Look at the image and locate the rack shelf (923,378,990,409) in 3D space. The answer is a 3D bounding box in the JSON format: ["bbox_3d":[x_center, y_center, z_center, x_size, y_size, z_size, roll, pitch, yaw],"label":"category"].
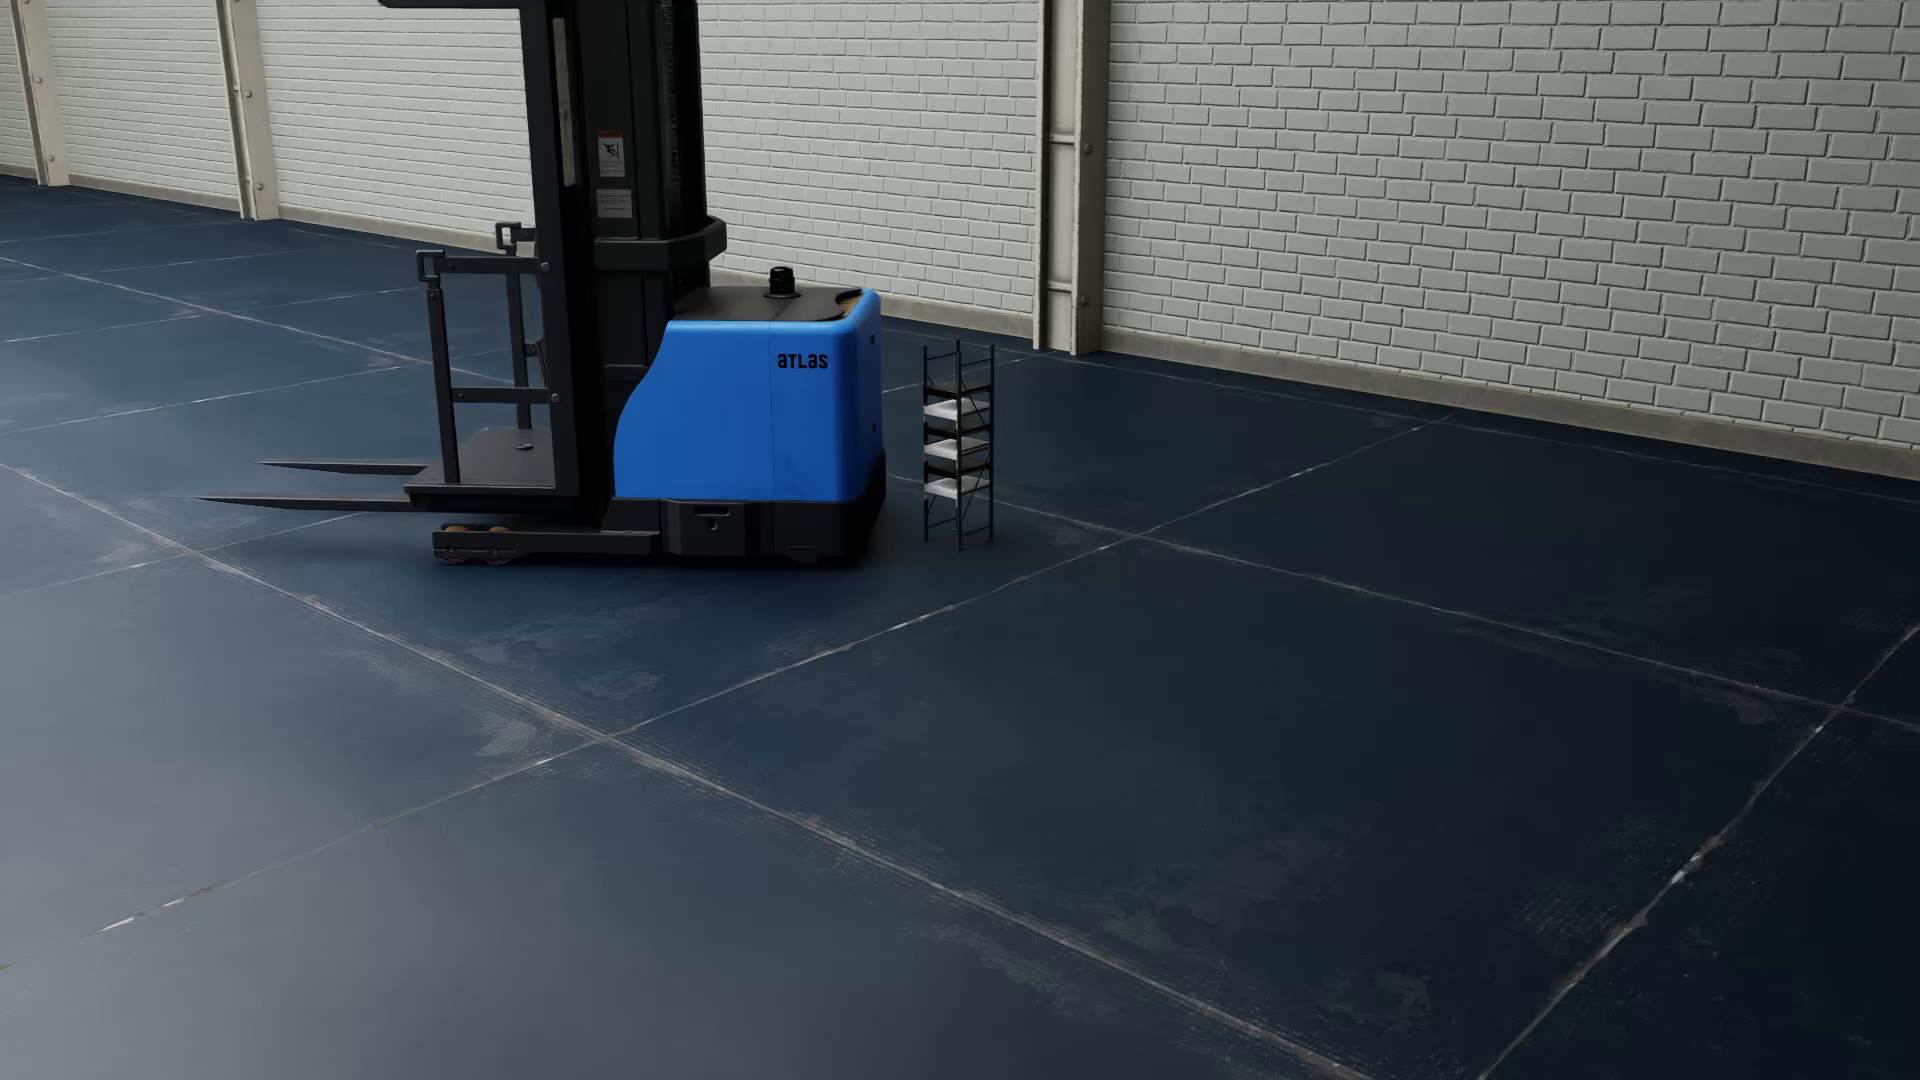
[{"bbox_3d":[-0.006,-0.656,7.409,0.200,0.077,0.258,15,23,39],"label":"rack shelf"}]

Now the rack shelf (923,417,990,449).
[{"bbox_3d":[-0.006,-0.485,7.464,0.200,0.077,0.258,15,23,39],"label":"rack shelf"}]

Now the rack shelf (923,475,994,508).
[{"bbox_3d":[-0.006,-0.227,7.545,0.200,0.077,0.258,15,23,39],"label":"rack shelf"}]

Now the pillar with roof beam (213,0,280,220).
[{"bbox_3d":[-11.061,-7.099,15.103,0.400,9.000,9.100,15,23,39],"label":"pillar with roof beam"}]

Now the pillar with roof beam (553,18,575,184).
[{"bbox_3d":[-6.574,-5.894,11.307,0.400,9.000,9.100,15,23,39],"label":"pillar with roof beam"}]

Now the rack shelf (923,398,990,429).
[{"bbox_3d":[-0.006,-0.570,7.436,0.200,0.077,0.258,15,23,39],"label":"rack shelf"}]

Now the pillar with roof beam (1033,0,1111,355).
[{"bbox_3d":[-2.086,-4.689,7.511,0.400,9.000,9.100,15,23,39],"label":"pillar with roof beam"}]

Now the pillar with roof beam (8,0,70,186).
[{"bbox_3d":[-15.549,-8.303,18.899,0.400,9.000,9.100,15,23,39],"label":"pillar with roof beam"}]

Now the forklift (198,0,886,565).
[{"bbox_3d":[-1.899,-1.446,7.321,3.031,2.935,1.130,1,18,4],"label":"forklift"}]

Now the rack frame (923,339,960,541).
[{"bbox_3d":[-0.082,-0.451,7.545,0.006,0.900,0.240,15,23,39],"label":"rack frame"}]

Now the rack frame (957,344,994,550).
[{"bbox_3d":[0.070,-0.410,7.416,0.006,0.900,0.240,15,23,39],"label":"rack frame"}]

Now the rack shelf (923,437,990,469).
[{"bbox_3d":[-0.006,-0.399,7.491,0.200,0.077,0.258,15,23,39],"label":"rack shelf"}]

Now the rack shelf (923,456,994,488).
[{"bbox_3d":[-0.006,-0.313,7.518,0.200,0.077,0.258,15,23,39],"label":"rack shelf"}]

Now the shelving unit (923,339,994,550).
[{"bbox_3d":[-0.006,-0.431,7.481,0.210,0.900,0.258,15,23,39],"label":"shelving unit"}]
